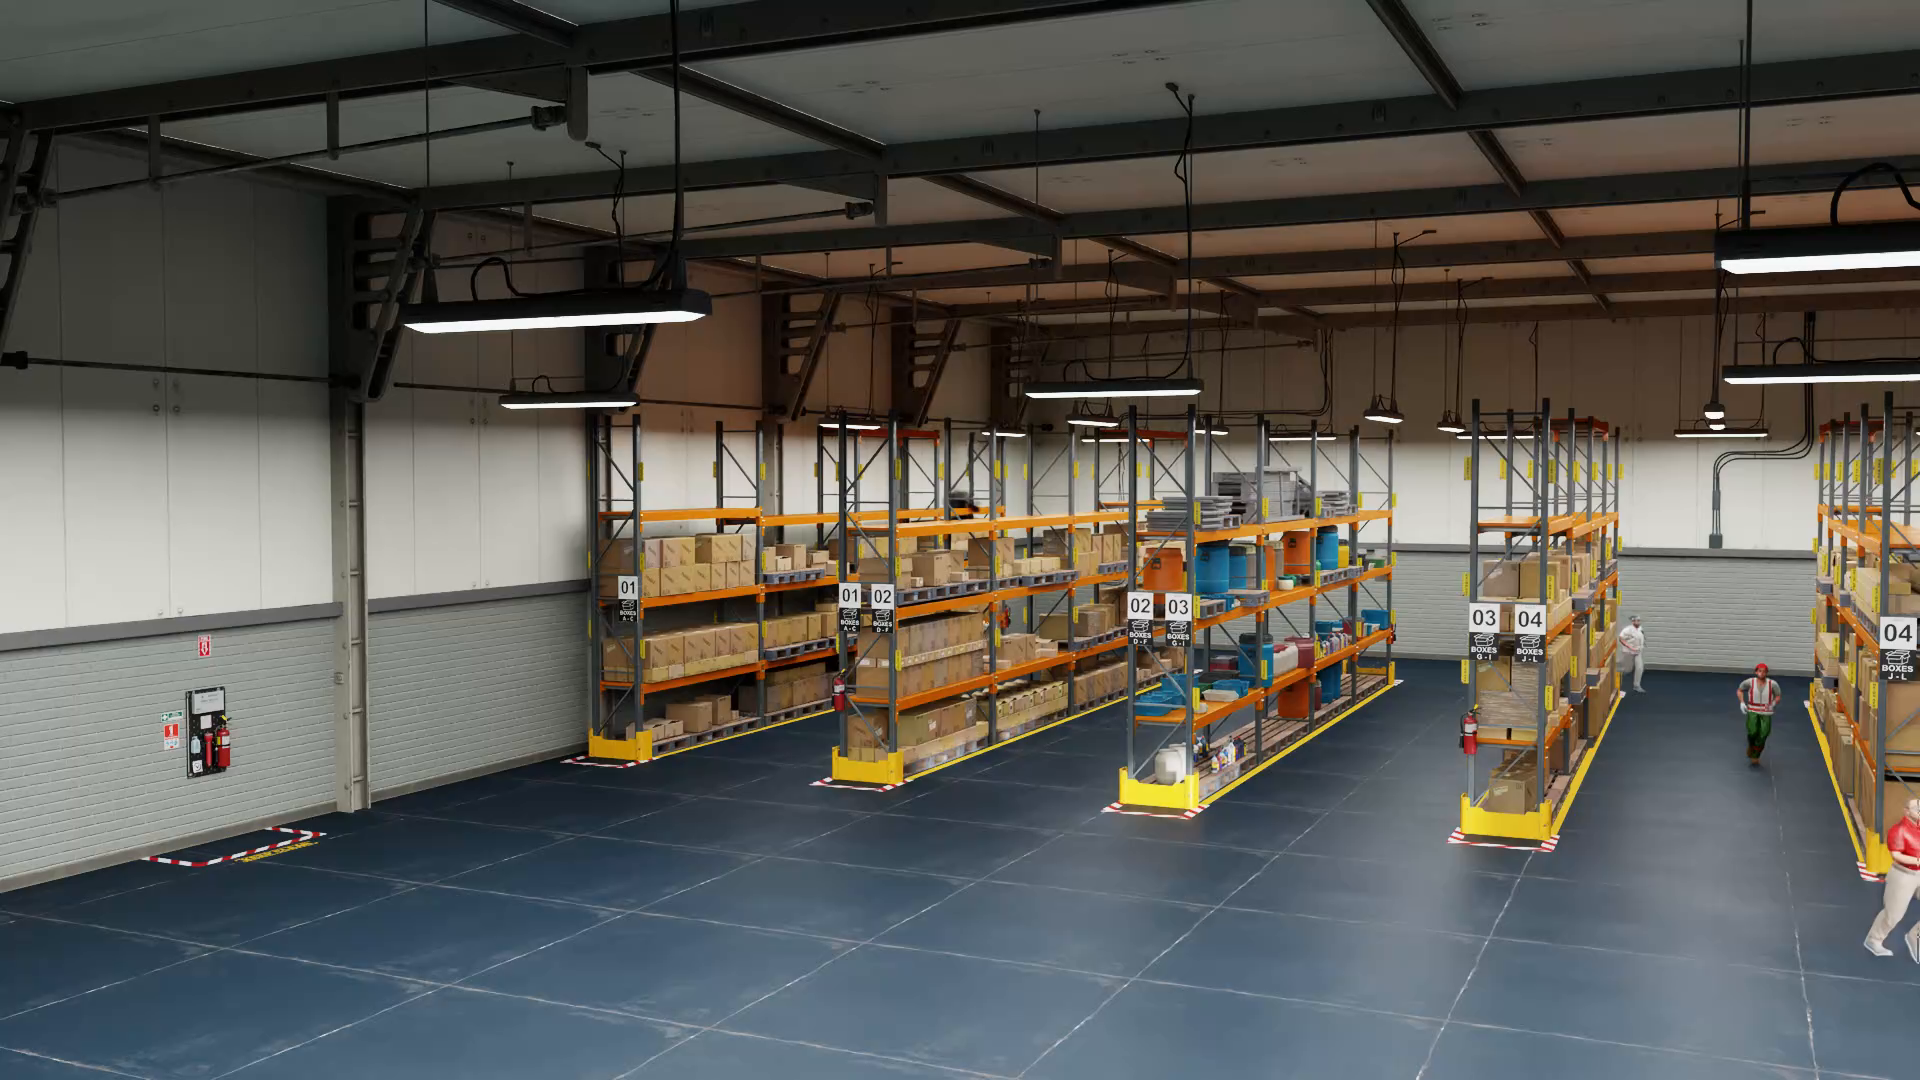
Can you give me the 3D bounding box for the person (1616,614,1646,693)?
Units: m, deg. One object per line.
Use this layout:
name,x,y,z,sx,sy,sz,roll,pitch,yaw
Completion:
person,15.374,2.569,38.074,0.688,1.770,0.915,-1,3,-25

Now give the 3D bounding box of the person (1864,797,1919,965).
person,9.652,3.449,16.853,0.677,1.718,0.872,-1,2,-18

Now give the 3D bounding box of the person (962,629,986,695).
person,0.198,2.513,37.089,0.694,1.781,1.006,1,3,22

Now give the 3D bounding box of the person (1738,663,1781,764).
person,13.636,2.962,28.346,0.663,1.736,0.561,1,2,20
